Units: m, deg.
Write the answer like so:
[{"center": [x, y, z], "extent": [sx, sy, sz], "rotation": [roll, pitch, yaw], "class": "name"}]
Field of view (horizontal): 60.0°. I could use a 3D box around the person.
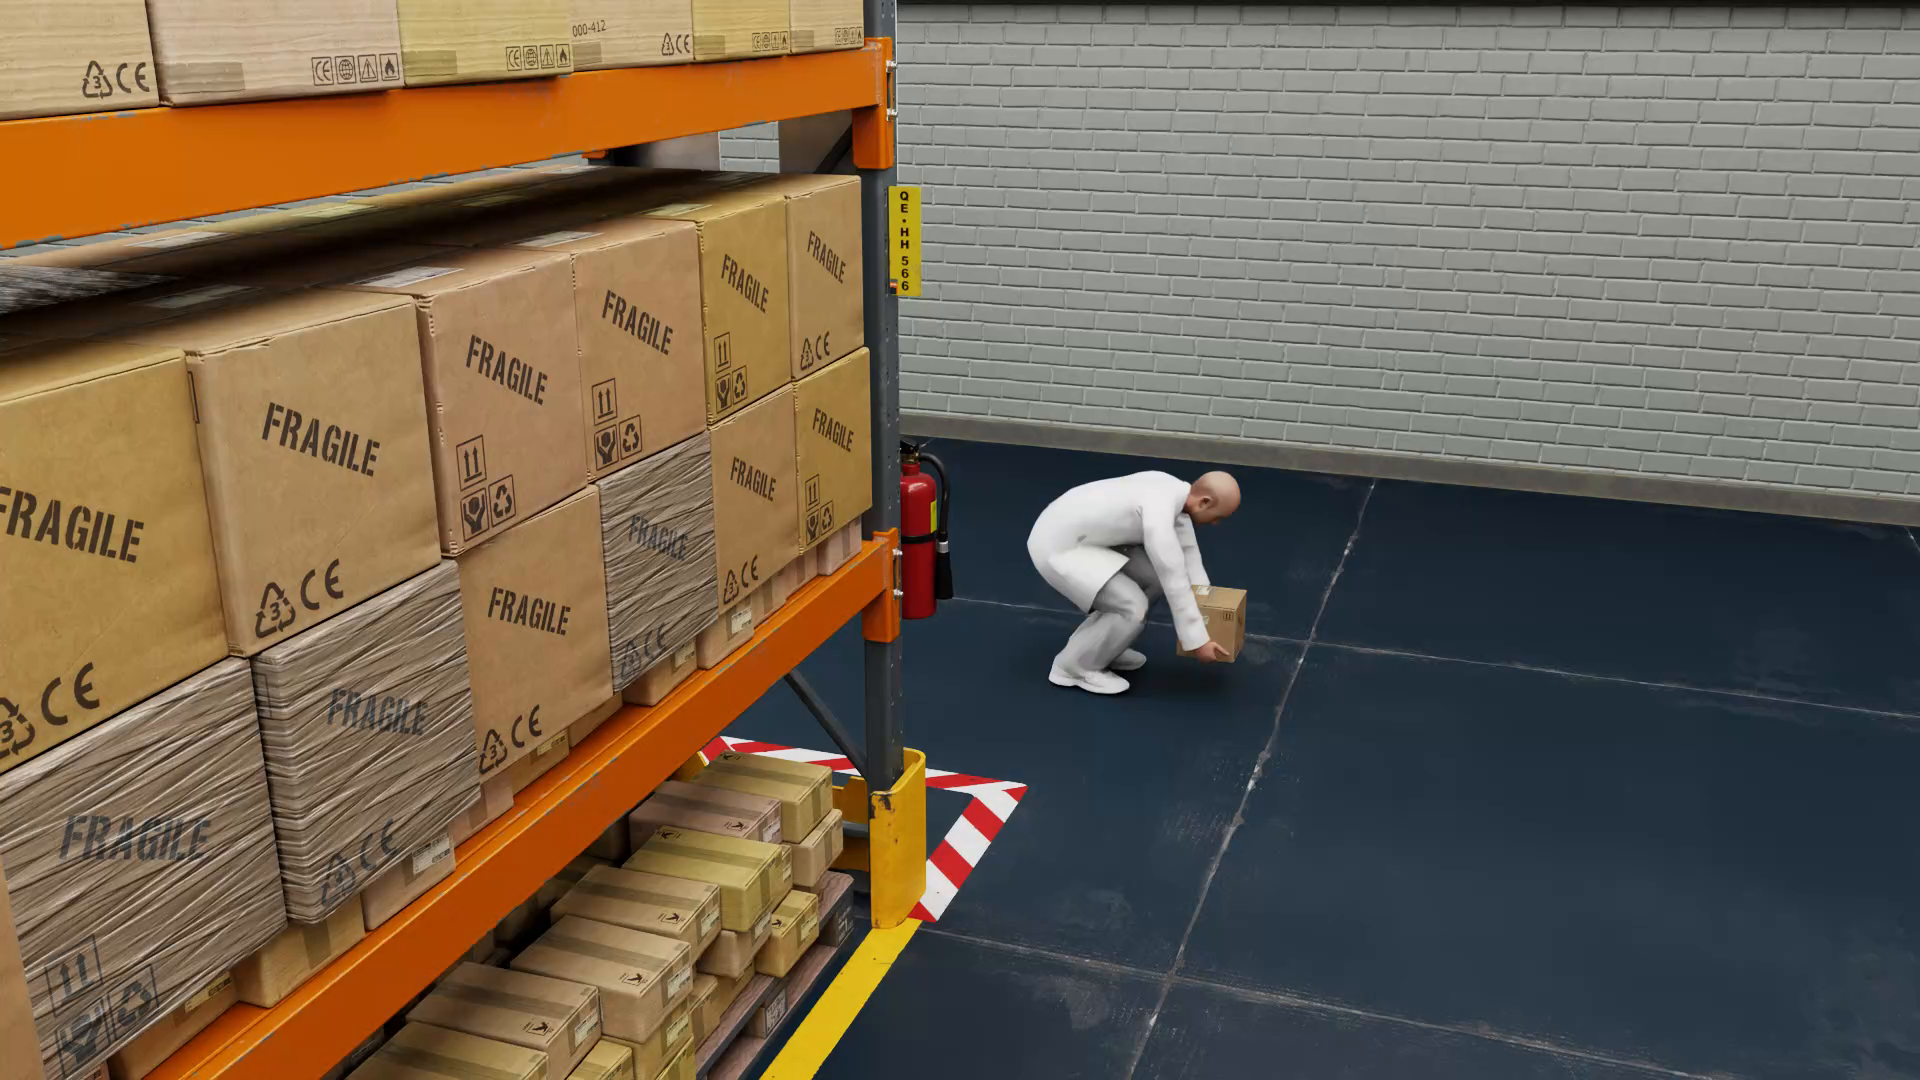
[{"center": [0.764, 0.160, 7.332], "extent": [0.940, 1.004, 0.591], "rotation": [6, 19, 16], "class": "person"}]
